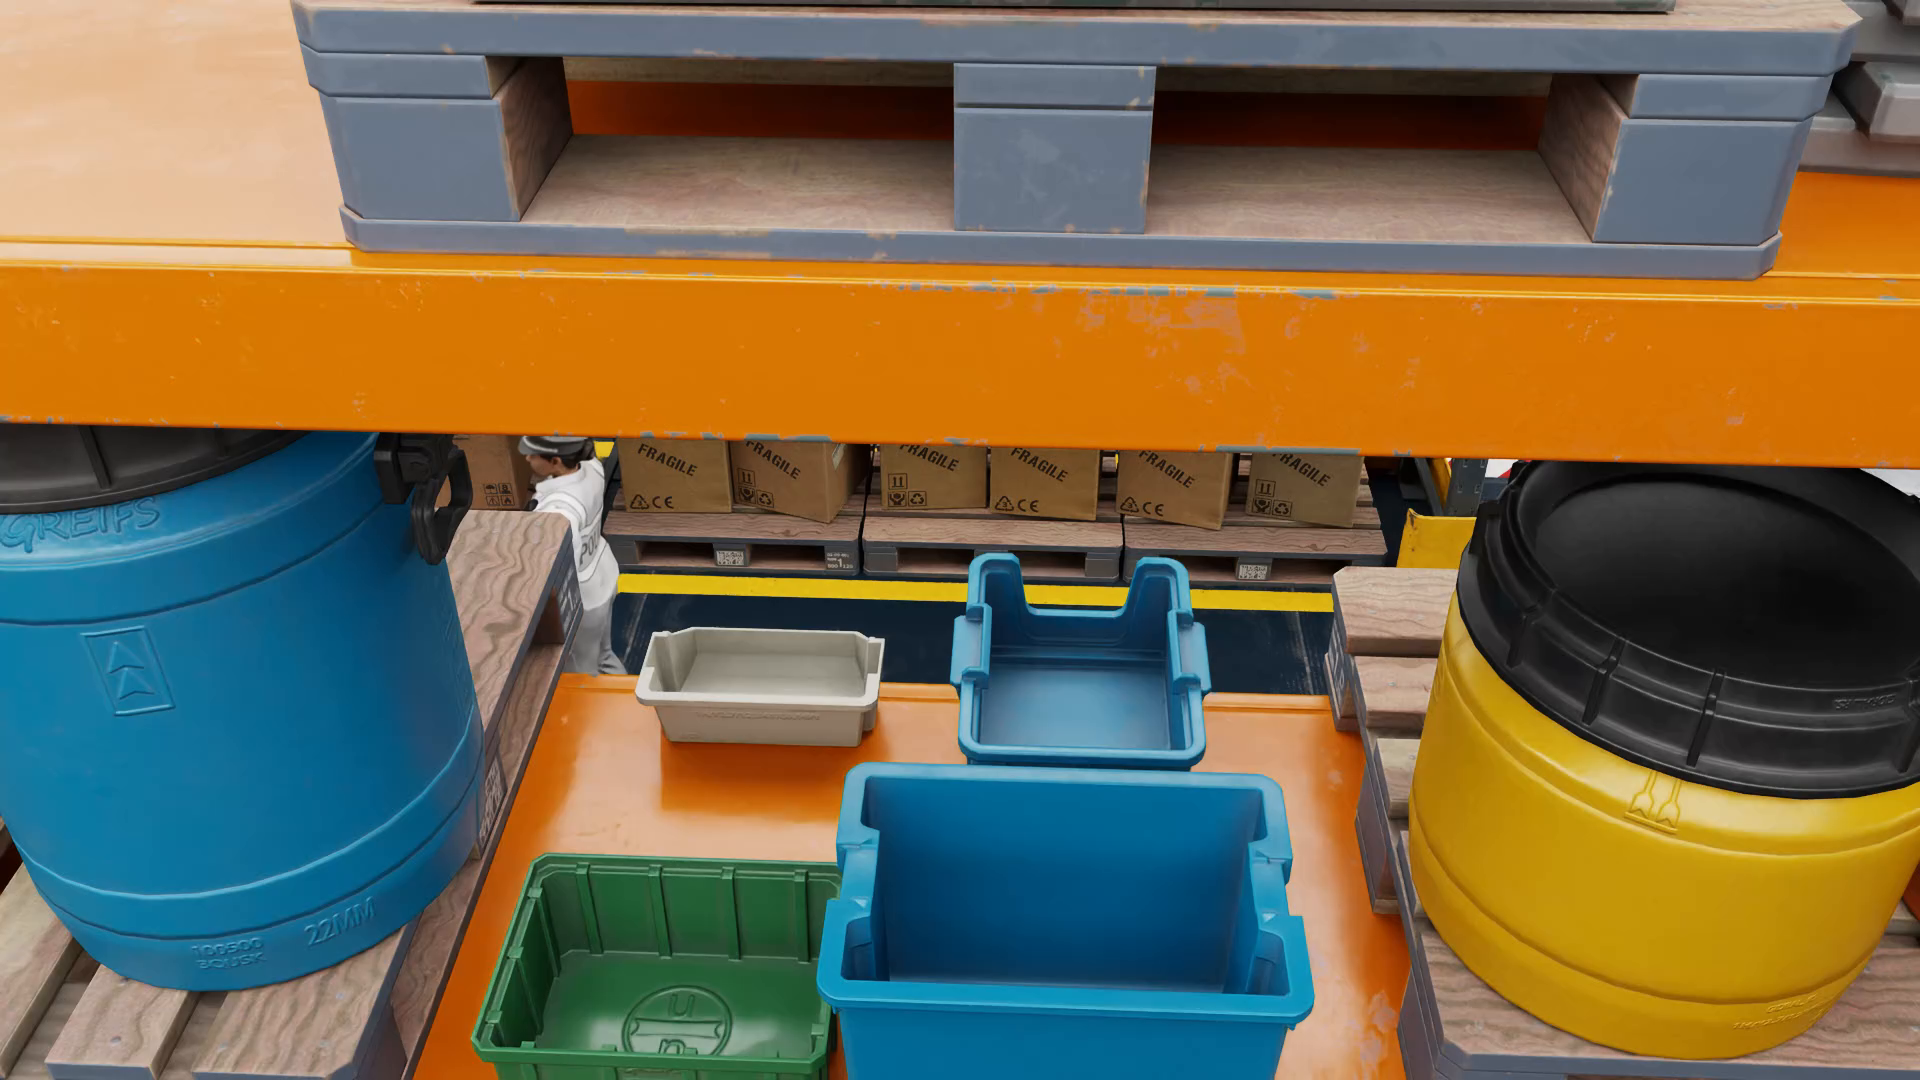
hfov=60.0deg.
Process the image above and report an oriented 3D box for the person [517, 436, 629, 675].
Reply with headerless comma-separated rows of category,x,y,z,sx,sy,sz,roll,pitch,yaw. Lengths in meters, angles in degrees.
person,-1.465,0.231,6.325,0.330,1.673,0.467,2,36,3
